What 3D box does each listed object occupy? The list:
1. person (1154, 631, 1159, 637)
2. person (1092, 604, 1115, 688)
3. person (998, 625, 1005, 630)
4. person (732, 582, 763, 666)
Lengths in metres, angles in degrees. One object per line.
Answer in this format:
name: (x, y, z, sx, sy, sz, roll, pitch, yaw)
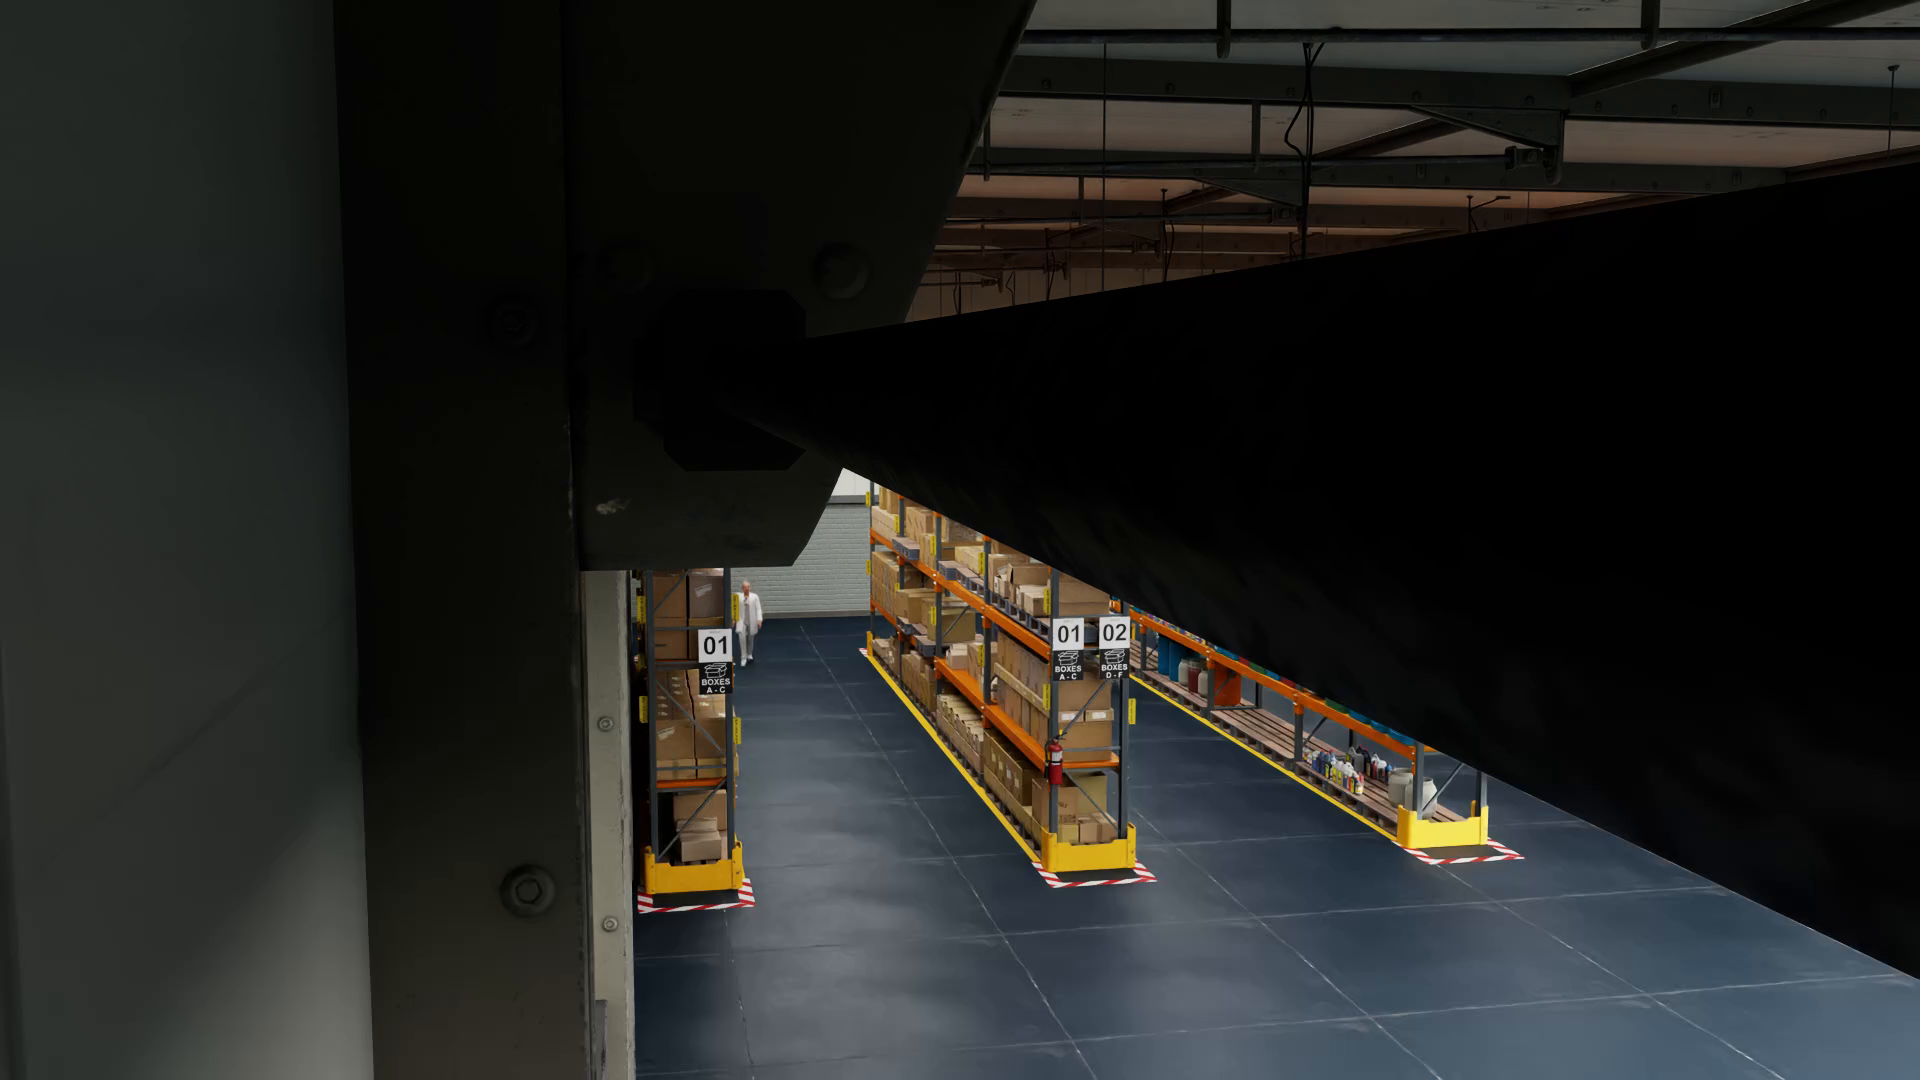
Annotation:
person: (4.750, 1.549, 38.271, 0.409, 1.540, 0.967, -3, 7, -30)
person: (2.864, 2.041, 32.833, 0.609, 1.793, 0.398, -5, 8, -41)
person: (1.007, 1.520, 38.368, 0.503, 1.588, 1.022, -1, 6, -13)
person: (-4.540, 1.754, 35.368, 0.672, 1.718, 1.102, -1, 6, -10)
